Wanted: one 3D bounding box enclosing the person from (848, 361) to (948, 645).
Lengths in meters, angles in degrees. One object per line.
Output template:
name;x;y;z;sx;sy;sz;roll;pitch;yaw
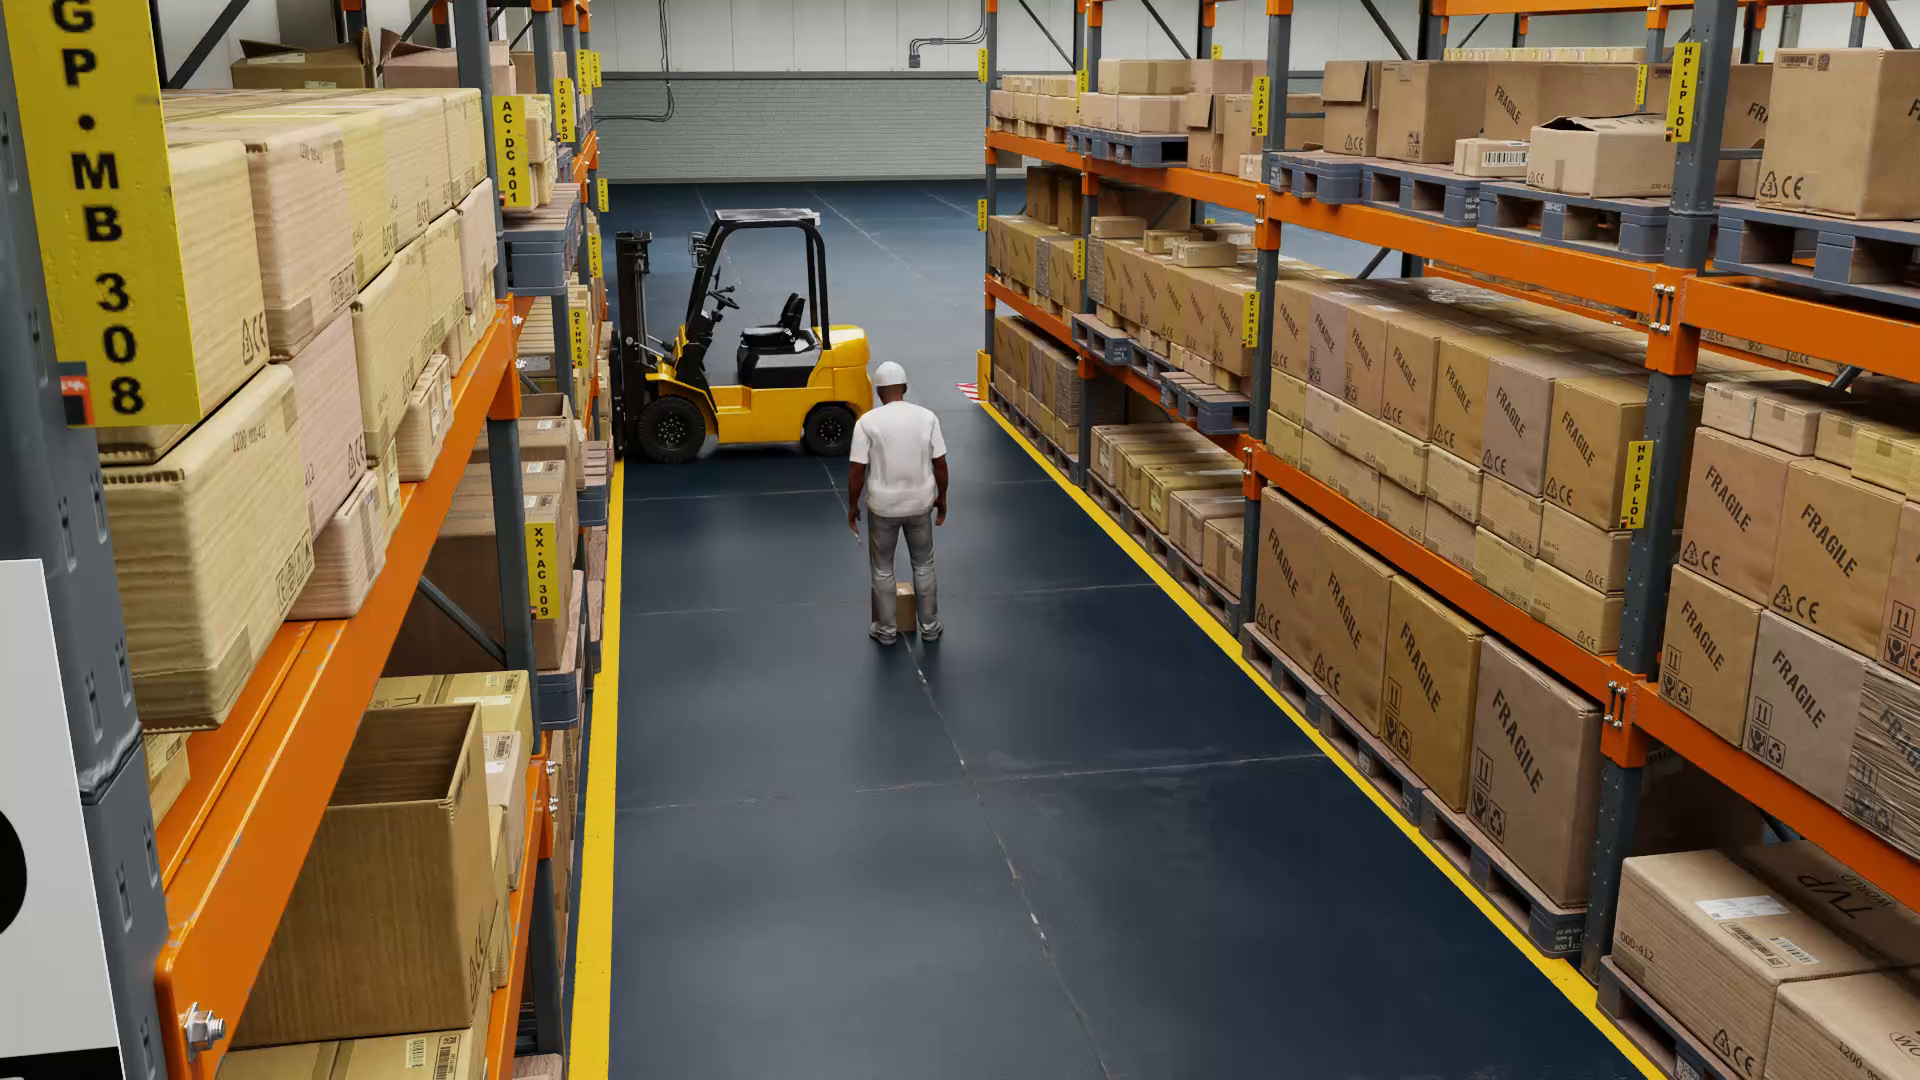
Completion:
person;-0.384;-0.225;10.277;0.634;1.760;0.459;-4;17;-14
